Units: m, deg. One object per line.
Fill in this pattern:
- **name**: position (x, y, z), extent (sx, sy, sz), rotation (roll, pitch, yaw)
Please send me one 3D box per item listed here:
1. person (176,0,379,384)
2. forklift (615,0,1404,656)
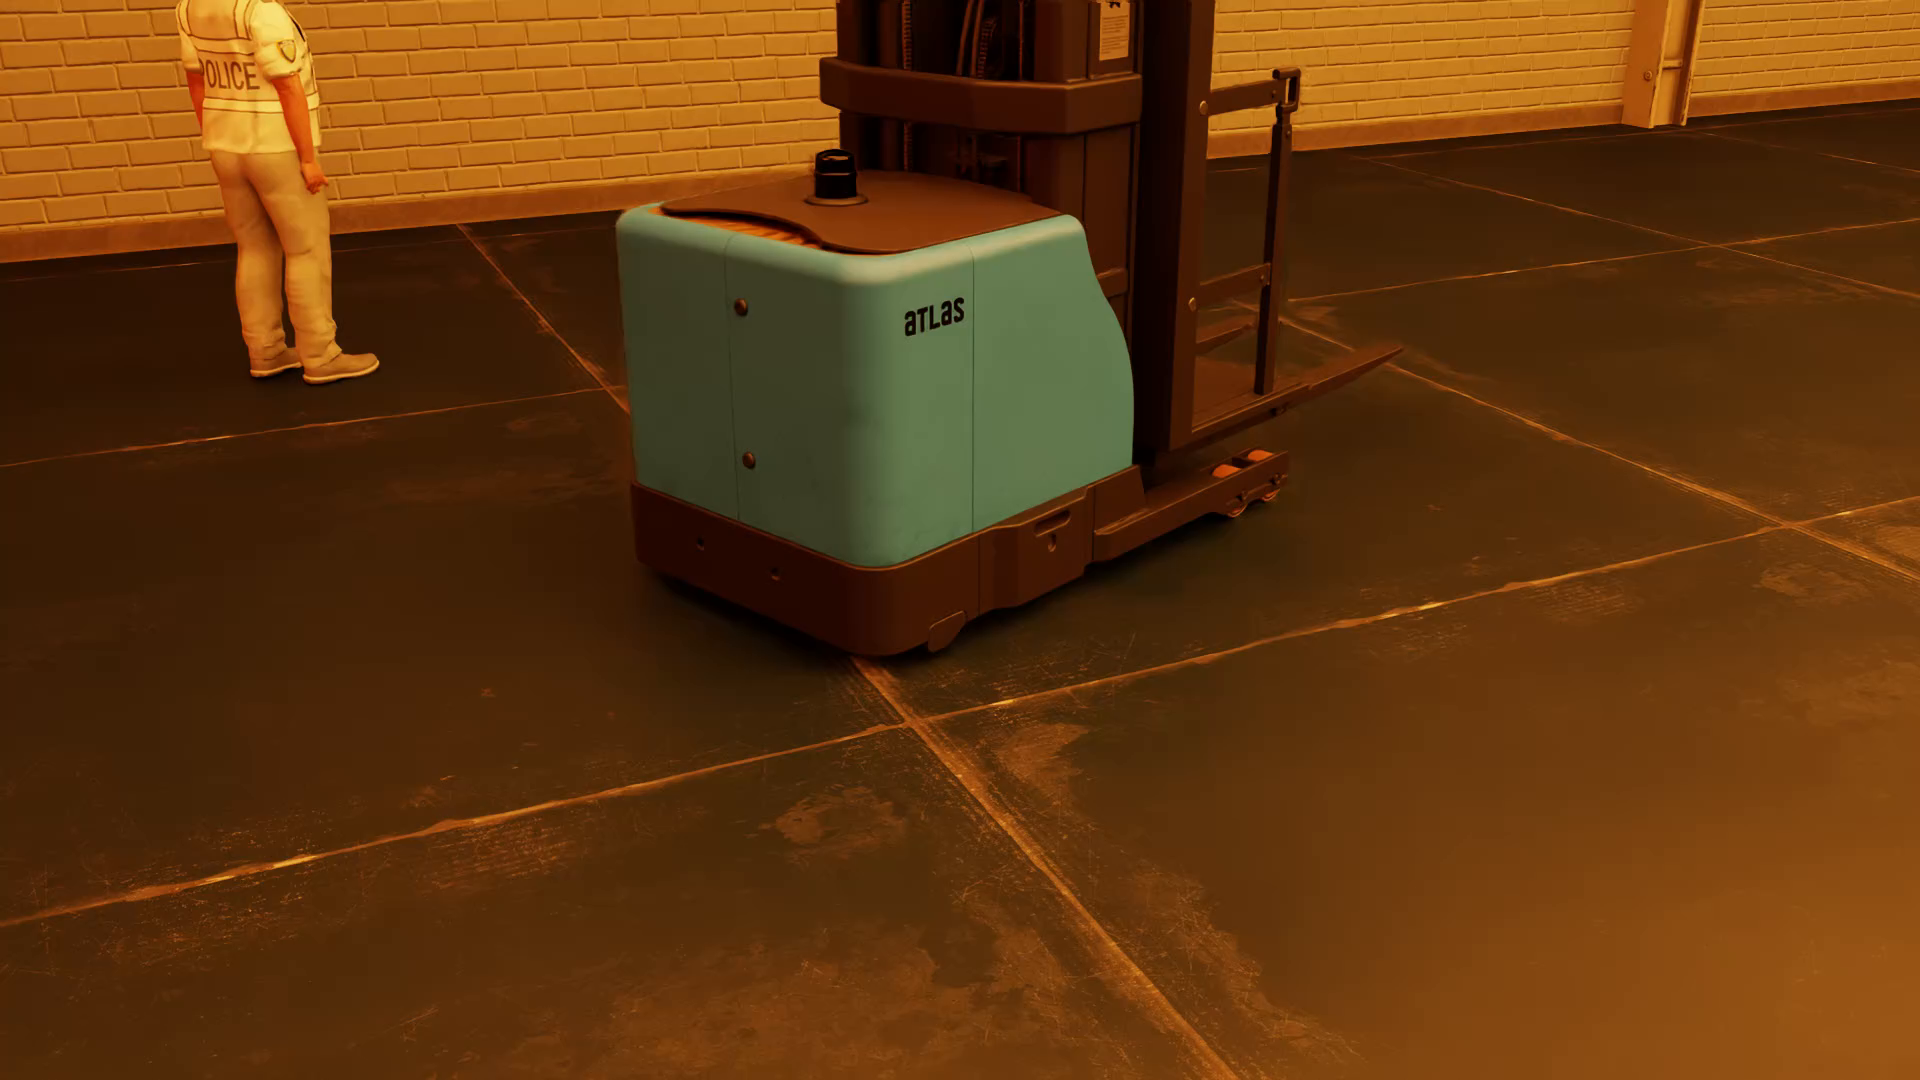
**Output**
- **person**: position (-2.657, -1.489, 6.389), extent (0.522, 1.770, 0.397), rotation (10, 24, 22)
- **forklift**: position (0.422, -1.541, 4.995), extent (1.130, 2.935, 3.031), rotation (19, 29, 38)
